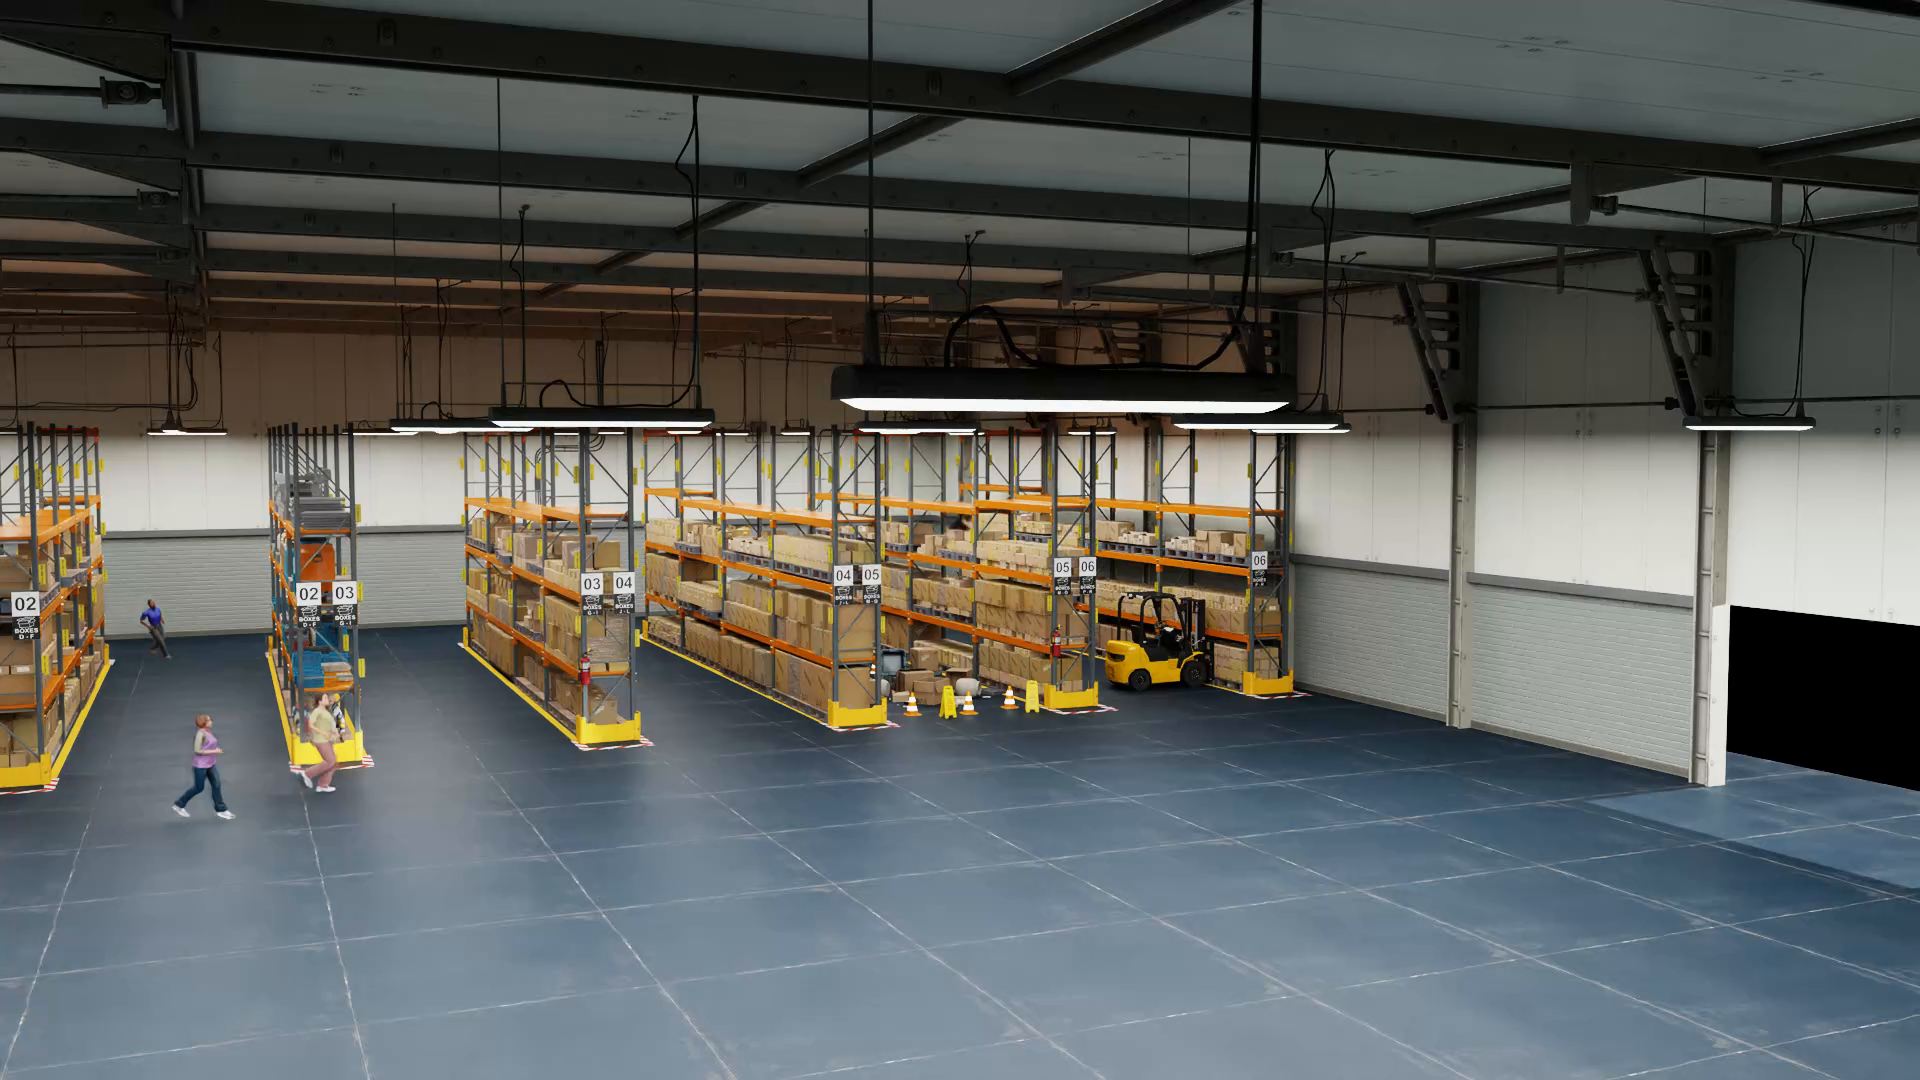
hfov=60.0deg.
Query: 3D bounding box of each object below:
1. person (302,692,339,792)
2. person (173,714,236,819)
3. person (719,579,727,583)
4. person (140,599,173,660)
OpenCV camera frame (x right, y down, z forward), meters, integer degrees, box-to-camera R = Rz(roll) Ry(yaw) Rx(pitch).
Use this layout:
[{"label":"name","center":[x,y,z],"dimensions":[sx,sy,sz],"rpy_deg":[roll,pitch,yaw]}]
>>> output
[{"label":"person","center":[-10.330,3.256,26.909],"dimensions":[0.491,1.609,0.565],"rpy_deg":[0,3,-4]},{"label":"person","center":[-11.295,3.398,24.795],"dimensions":[0.876,1.578,0.540],"rpy_deg":[0,3,-2]},{"label":"person","center":[-6.821,1.924,48.282],"dimensions":[0.676,1.721,0.549],"rpy_deg":[-3,4,-37]},{"label":"person","center":[-20.871,2.313,42.995],"dimensions":[0.791,1.597,0.632],"rpy_deg":[2,4,24]}]
